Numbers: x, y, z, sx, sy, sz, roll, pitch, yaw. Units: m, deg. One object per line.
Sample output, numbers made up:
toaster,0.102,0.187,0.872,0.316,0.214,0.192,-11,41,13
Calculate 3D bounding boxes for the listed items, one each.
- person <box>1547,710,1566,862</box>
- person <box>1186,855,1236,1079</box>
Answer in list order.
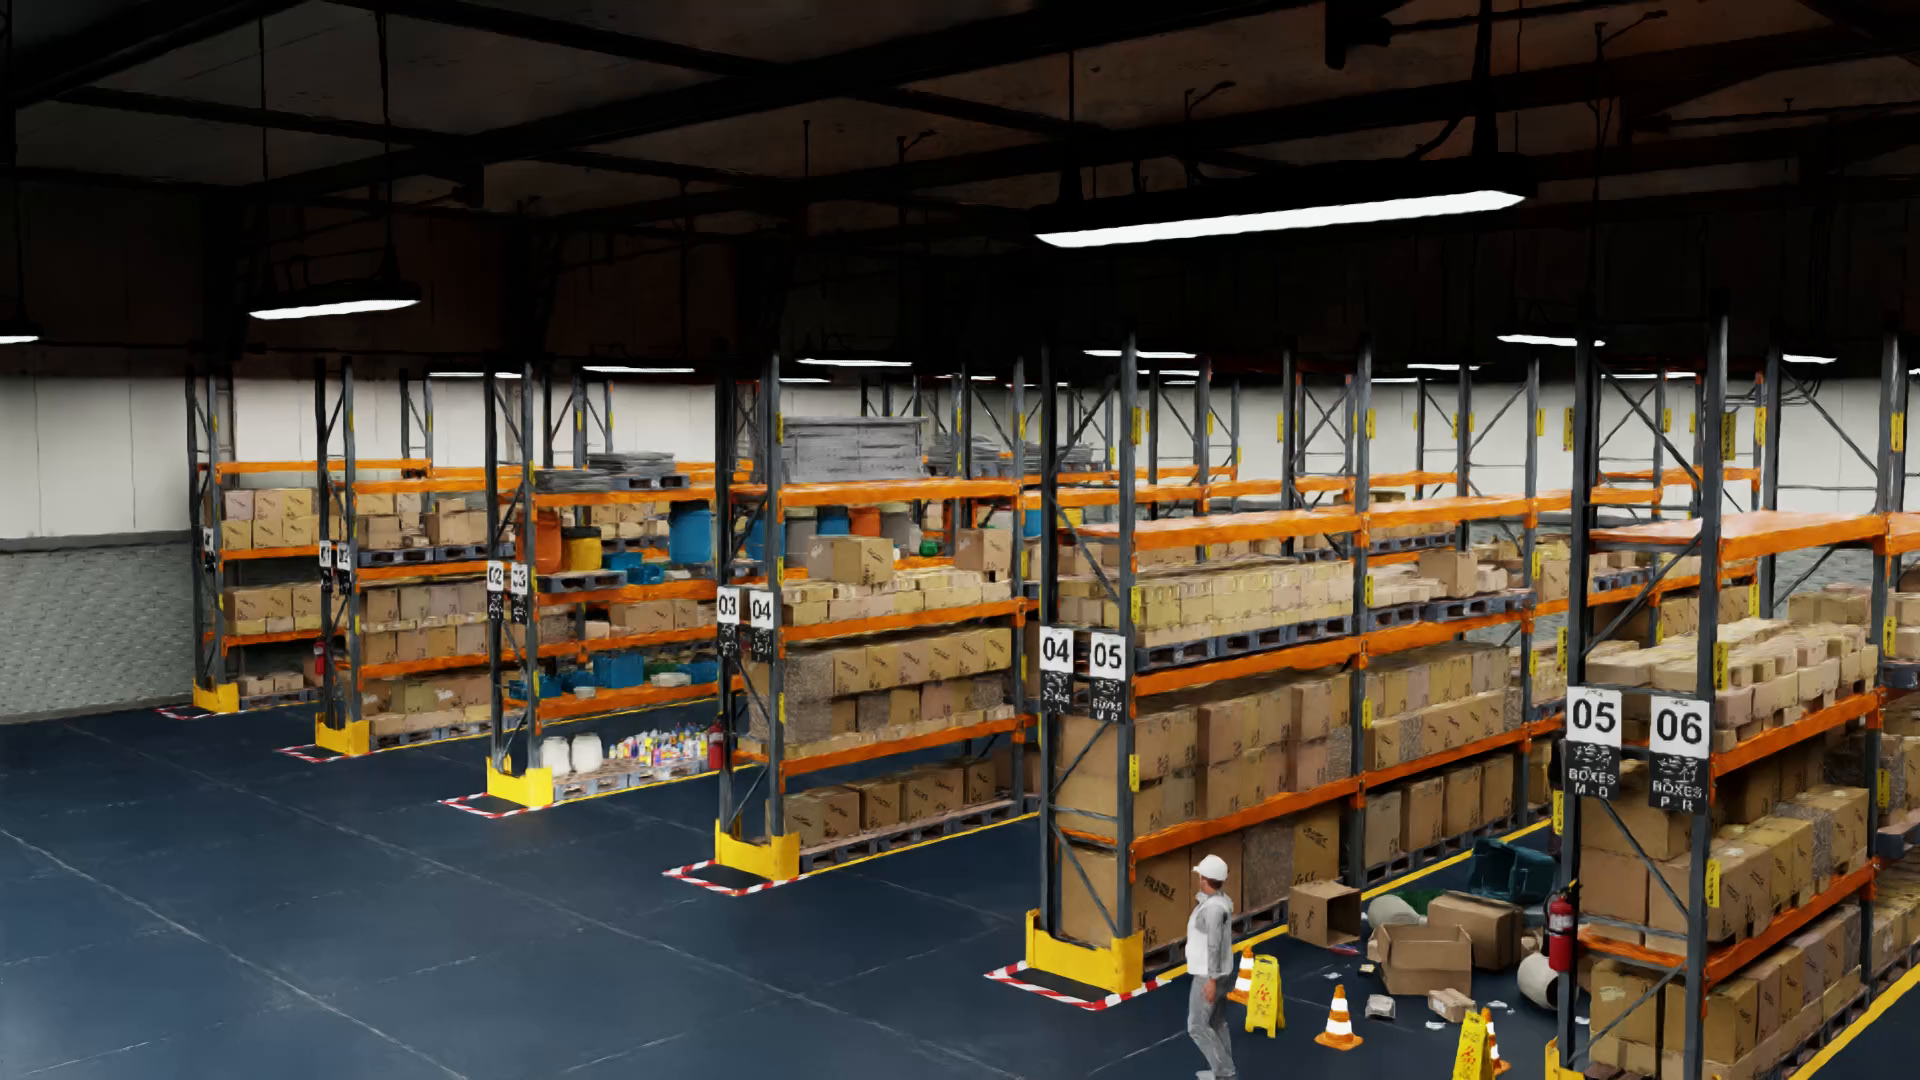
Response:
person,7.035,2.860,19.226,0.463,1.641,0.594,1,5,14
person,1.931,3.298,12.704,0.403,1.767,0.636,1,5,15
